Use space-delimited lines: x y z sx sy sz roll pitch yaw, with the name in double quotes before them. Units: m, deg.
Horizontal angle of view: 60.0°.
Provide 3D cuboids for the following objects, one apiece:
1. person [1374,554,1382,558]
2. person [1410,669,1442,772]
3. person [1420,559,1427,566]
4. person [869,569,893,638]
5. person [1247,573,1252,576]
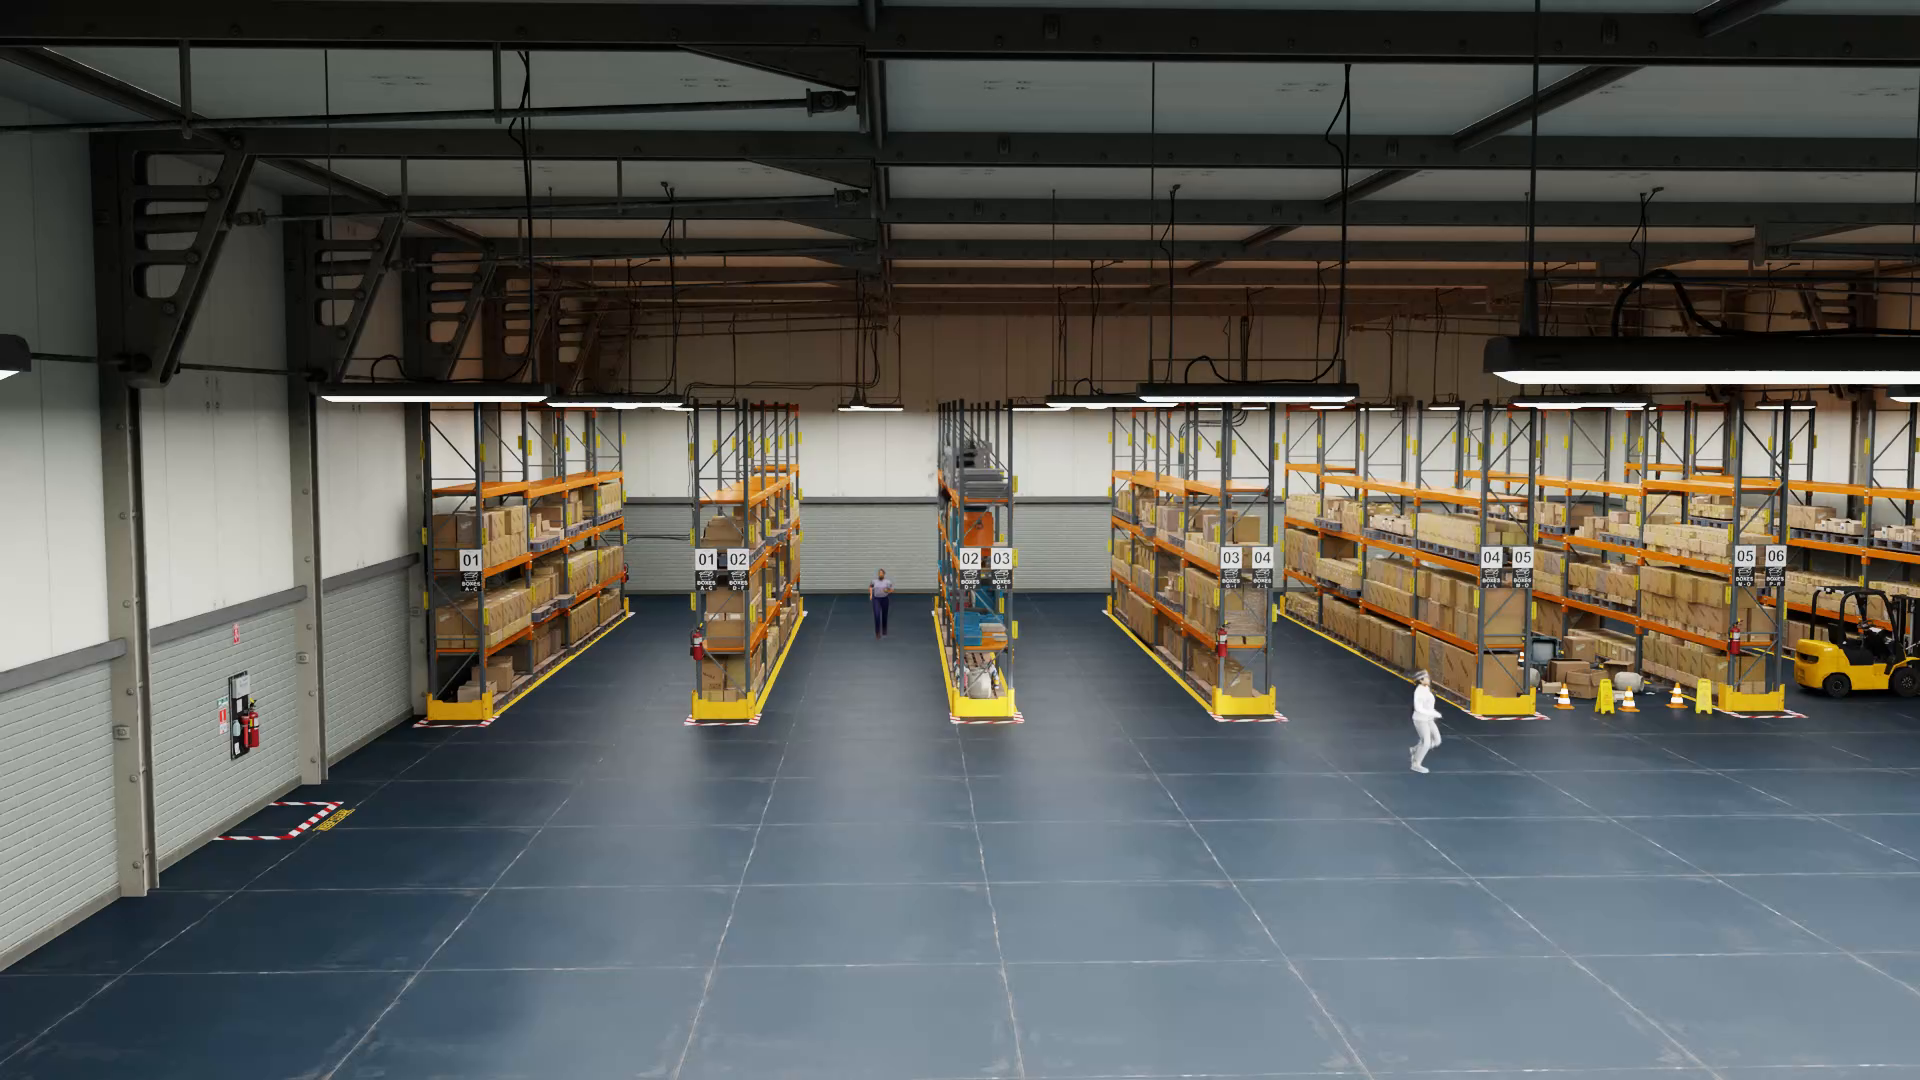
"person" 11.642 1.290 46.331 0.675 1.806 0.916 -1 4 -14
"person" 7.439 2.883 26.562 0.541 1.659 0.607 3 5 31
"person" 13.769 1.171 49.282 0.775 1.652 0.651 0 4 6
"person" -1.936 1.551 40.867 0.601 1.661 0.901 0 4 -5
"person" 7.944 1.309 47.570 0.619 1.664 0.624 -4 6 -43
